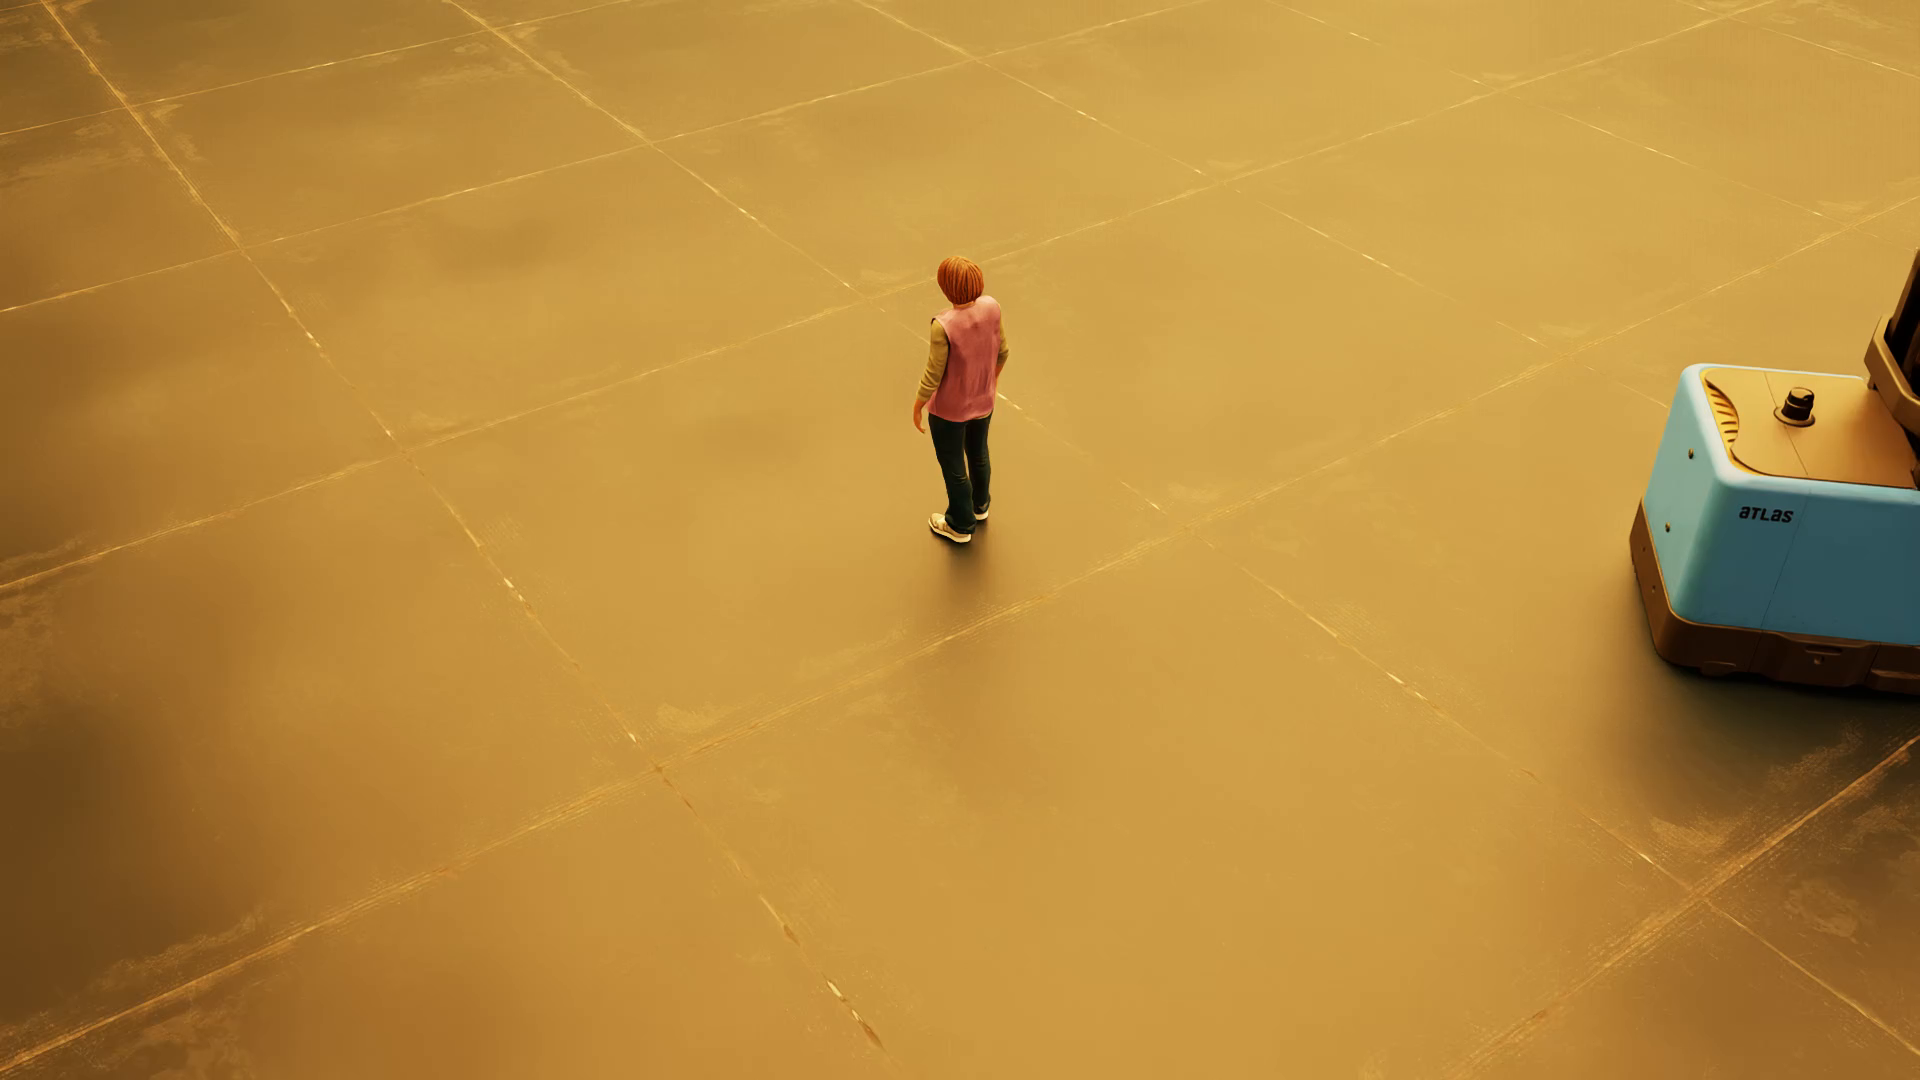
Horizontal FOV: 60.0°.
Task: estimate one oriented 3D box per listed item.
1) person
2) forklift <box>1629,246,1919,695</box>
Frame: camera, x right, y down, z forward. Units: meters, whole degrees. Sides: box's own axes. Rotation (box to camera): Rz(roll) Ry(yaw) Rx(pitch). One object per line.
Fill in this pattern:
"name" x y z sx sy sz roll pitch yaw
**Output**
"person" -0.032 -0.689 7.986 0.520 1.599 0.473 -23 42 -28
"forklift" 4.752 -0.714 6.911 3.031 2.935 1.130 6 37 8
